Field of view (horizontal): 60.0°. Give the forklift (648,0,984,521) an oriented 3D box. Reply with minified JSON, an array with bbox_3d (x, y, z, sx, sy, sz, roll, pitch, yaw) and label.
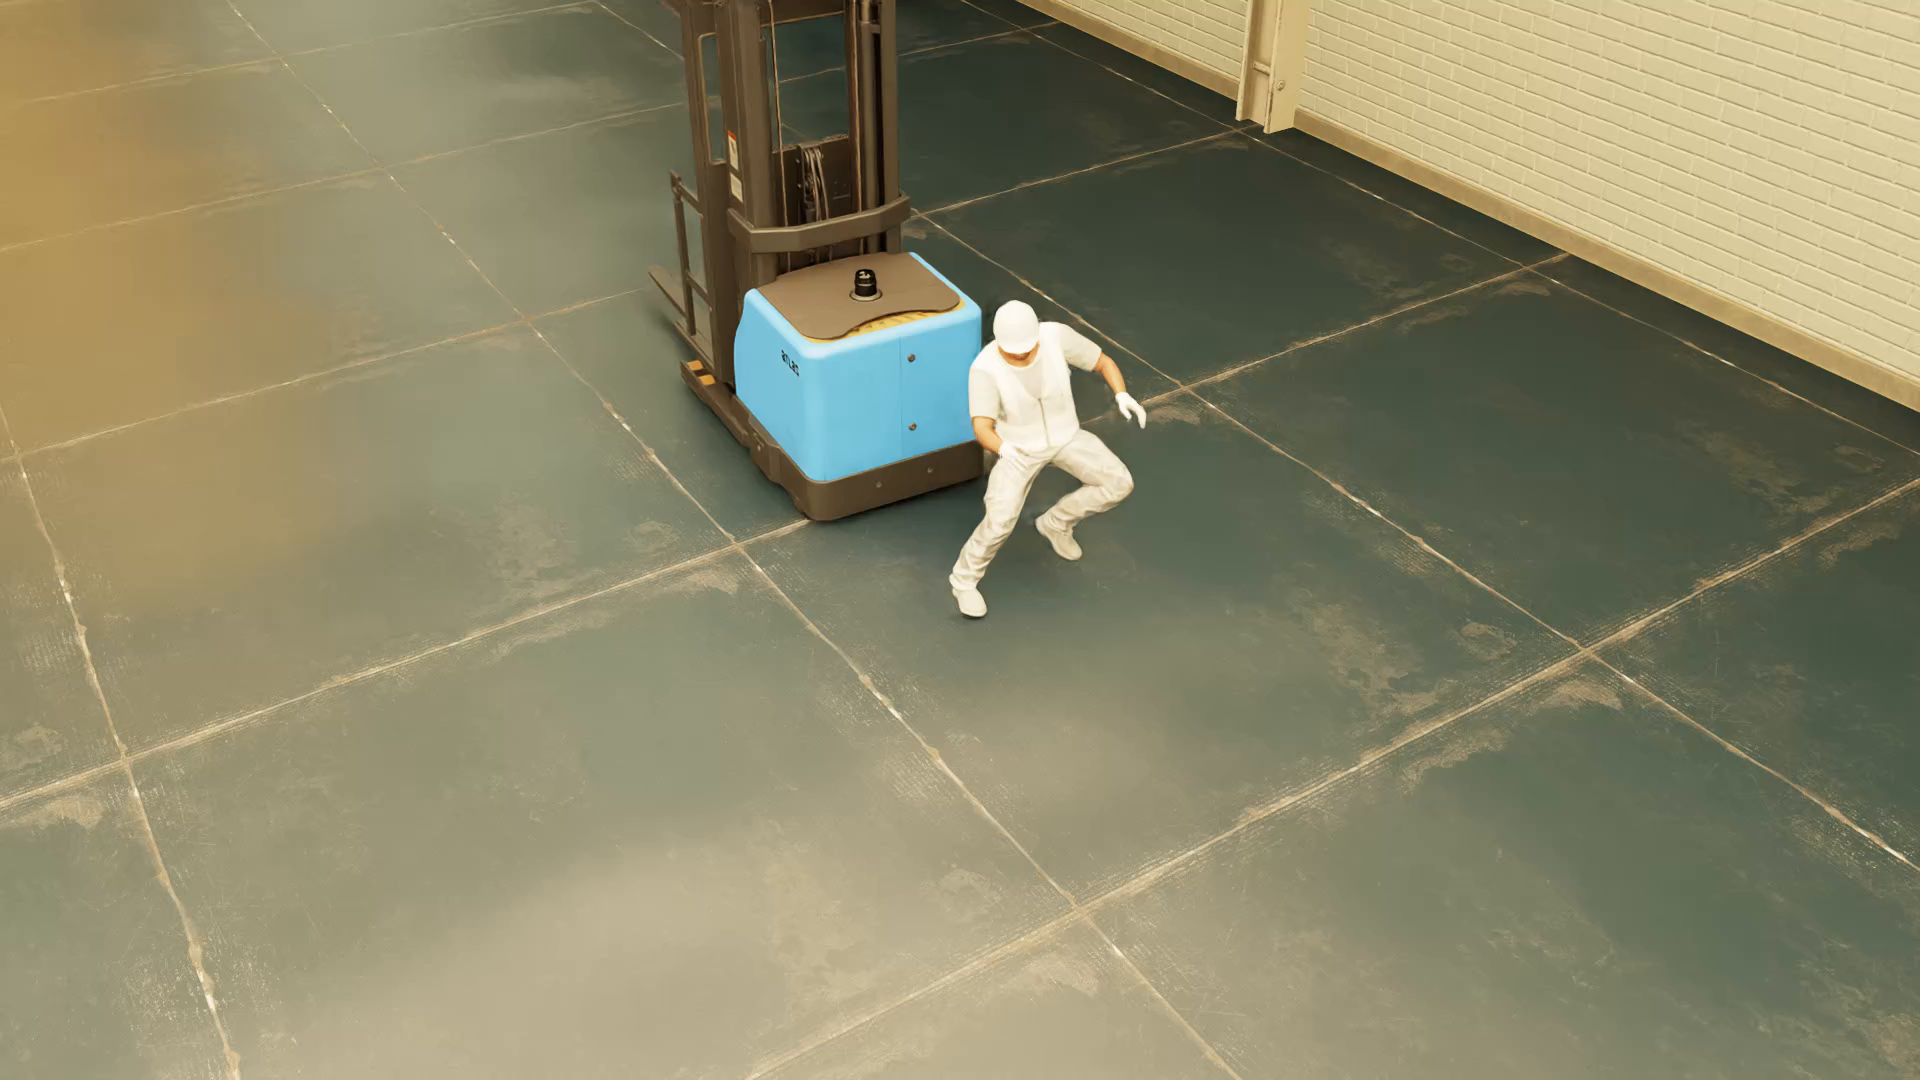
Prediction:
[{"bbox_3d":[-1.019,-2.125,9.172,1.130,2.935,3.031,-17,39,-23],"label":"forklift"}]

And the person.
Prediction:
[{"bbox_3d":[0.398,-0.397,7.931,0.911,1.540,0.832,-11,37,-15],"label":"person"}]
